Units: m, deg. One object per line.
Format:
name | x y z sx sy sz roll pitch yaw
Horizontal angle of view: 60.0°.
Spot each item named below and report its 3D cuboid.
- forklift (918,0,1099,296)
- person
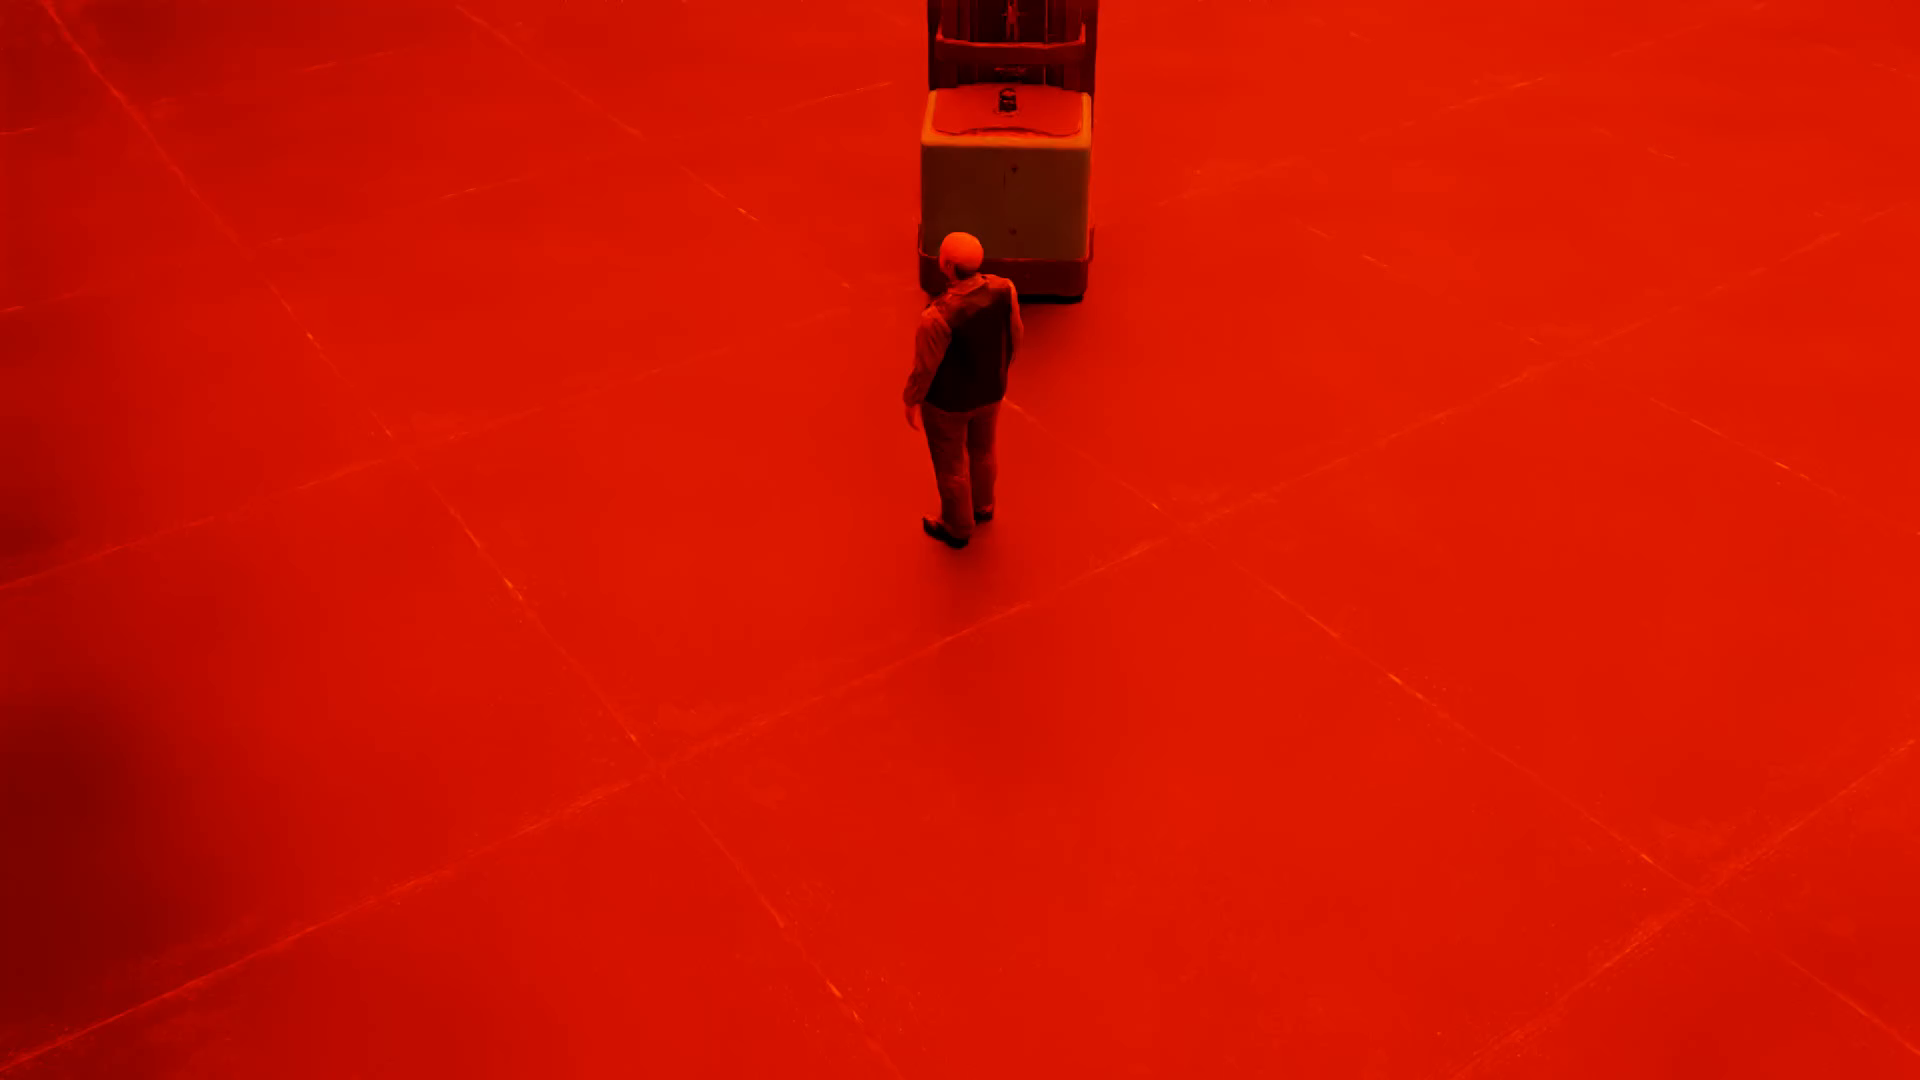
forklift | 0.351 -3.553 10.750 1.130 2.935 3.031 2 37 3
person | -0.030 -0.731 7.939 0.632 1.720 0.567 -23 42 -28
